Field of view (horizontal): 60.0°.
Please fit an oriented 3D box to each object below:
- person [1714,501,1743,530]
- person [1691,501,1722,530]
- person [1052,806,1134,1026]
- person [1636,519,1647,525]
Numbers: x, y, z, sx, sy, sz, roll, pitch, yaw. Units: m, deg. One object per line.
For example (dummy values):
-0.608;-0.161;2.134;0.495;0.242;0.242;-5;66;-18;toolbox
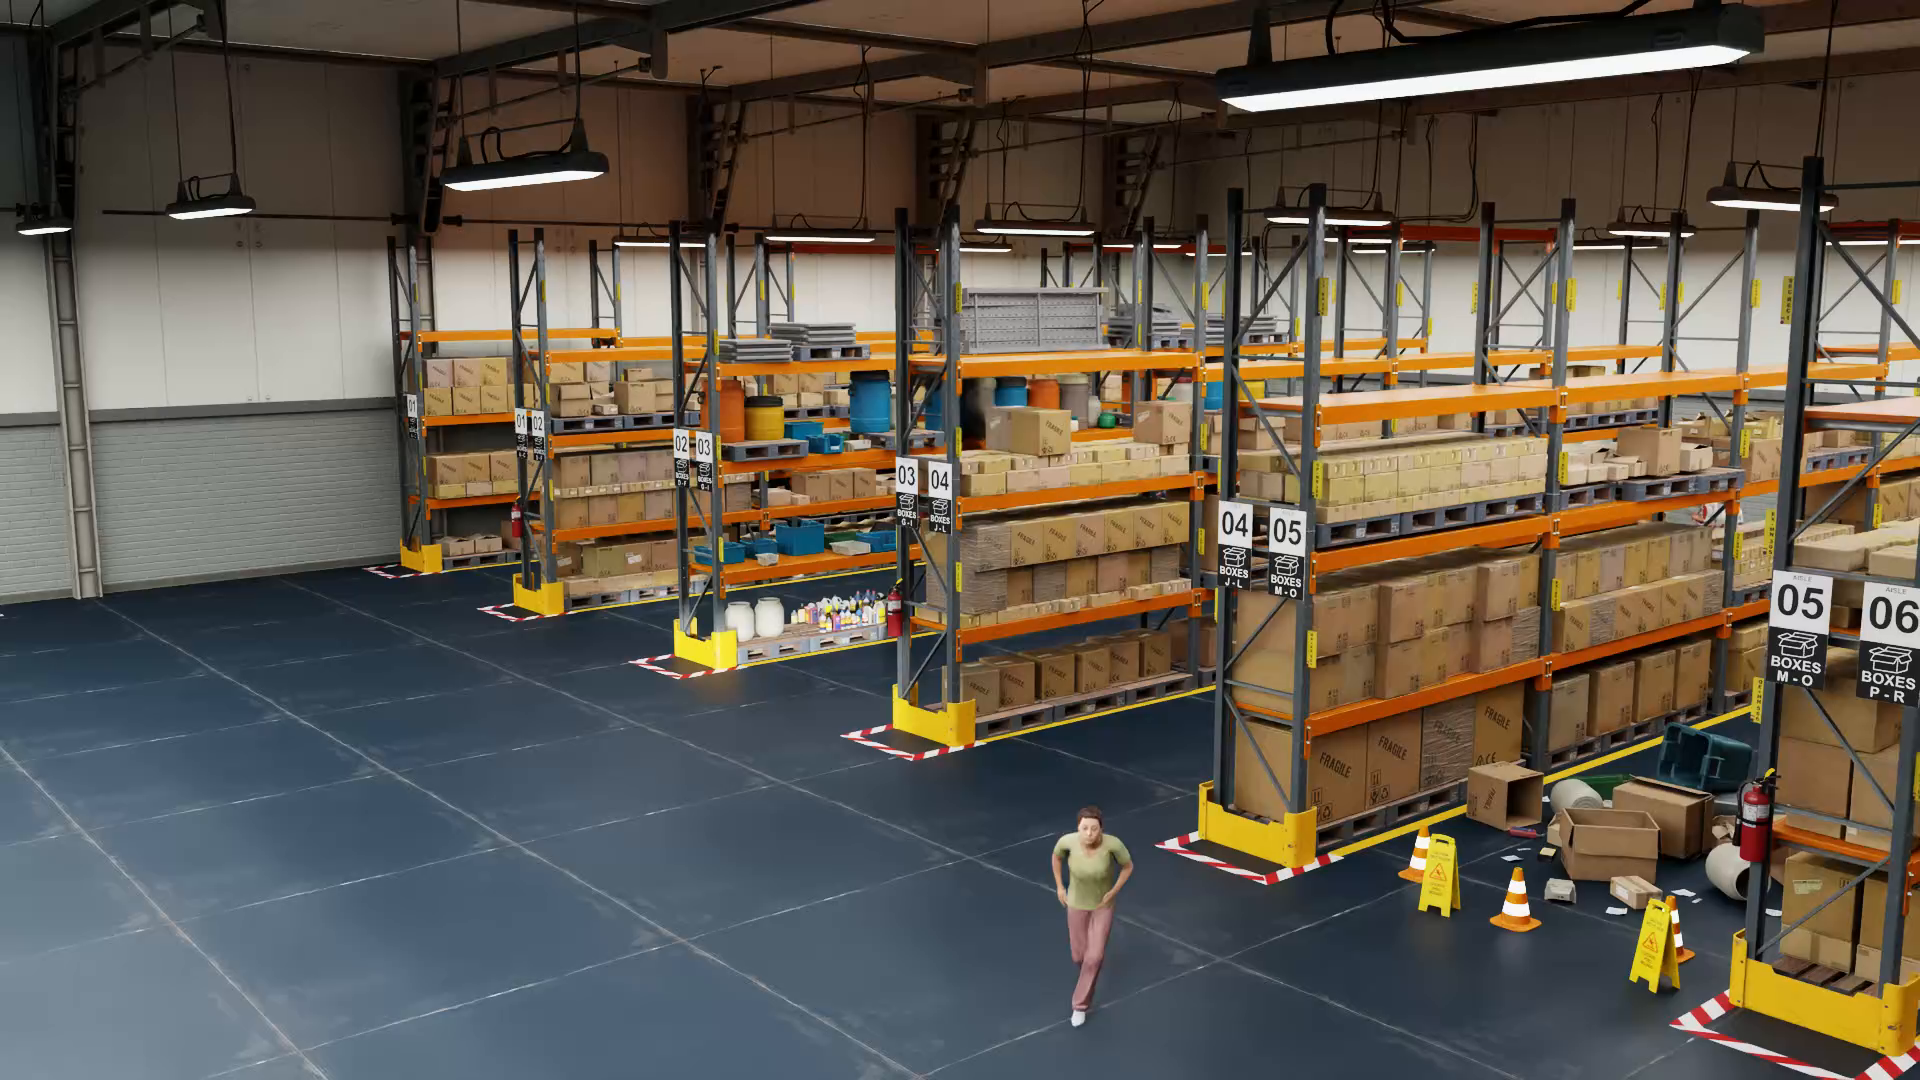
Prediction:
13.031;0.005;28.254;0.731;1.747;0.555;-8;12;-41;person
13.021;-0.159;28.912;0.698;1.787;0.890;0;9;2;person
0.941;2.601;11.848;0.576;1.612;0.777;1;9;5;person
10.262;0.508;24.956;0.647;1.691;0.924;8;12;41;person
